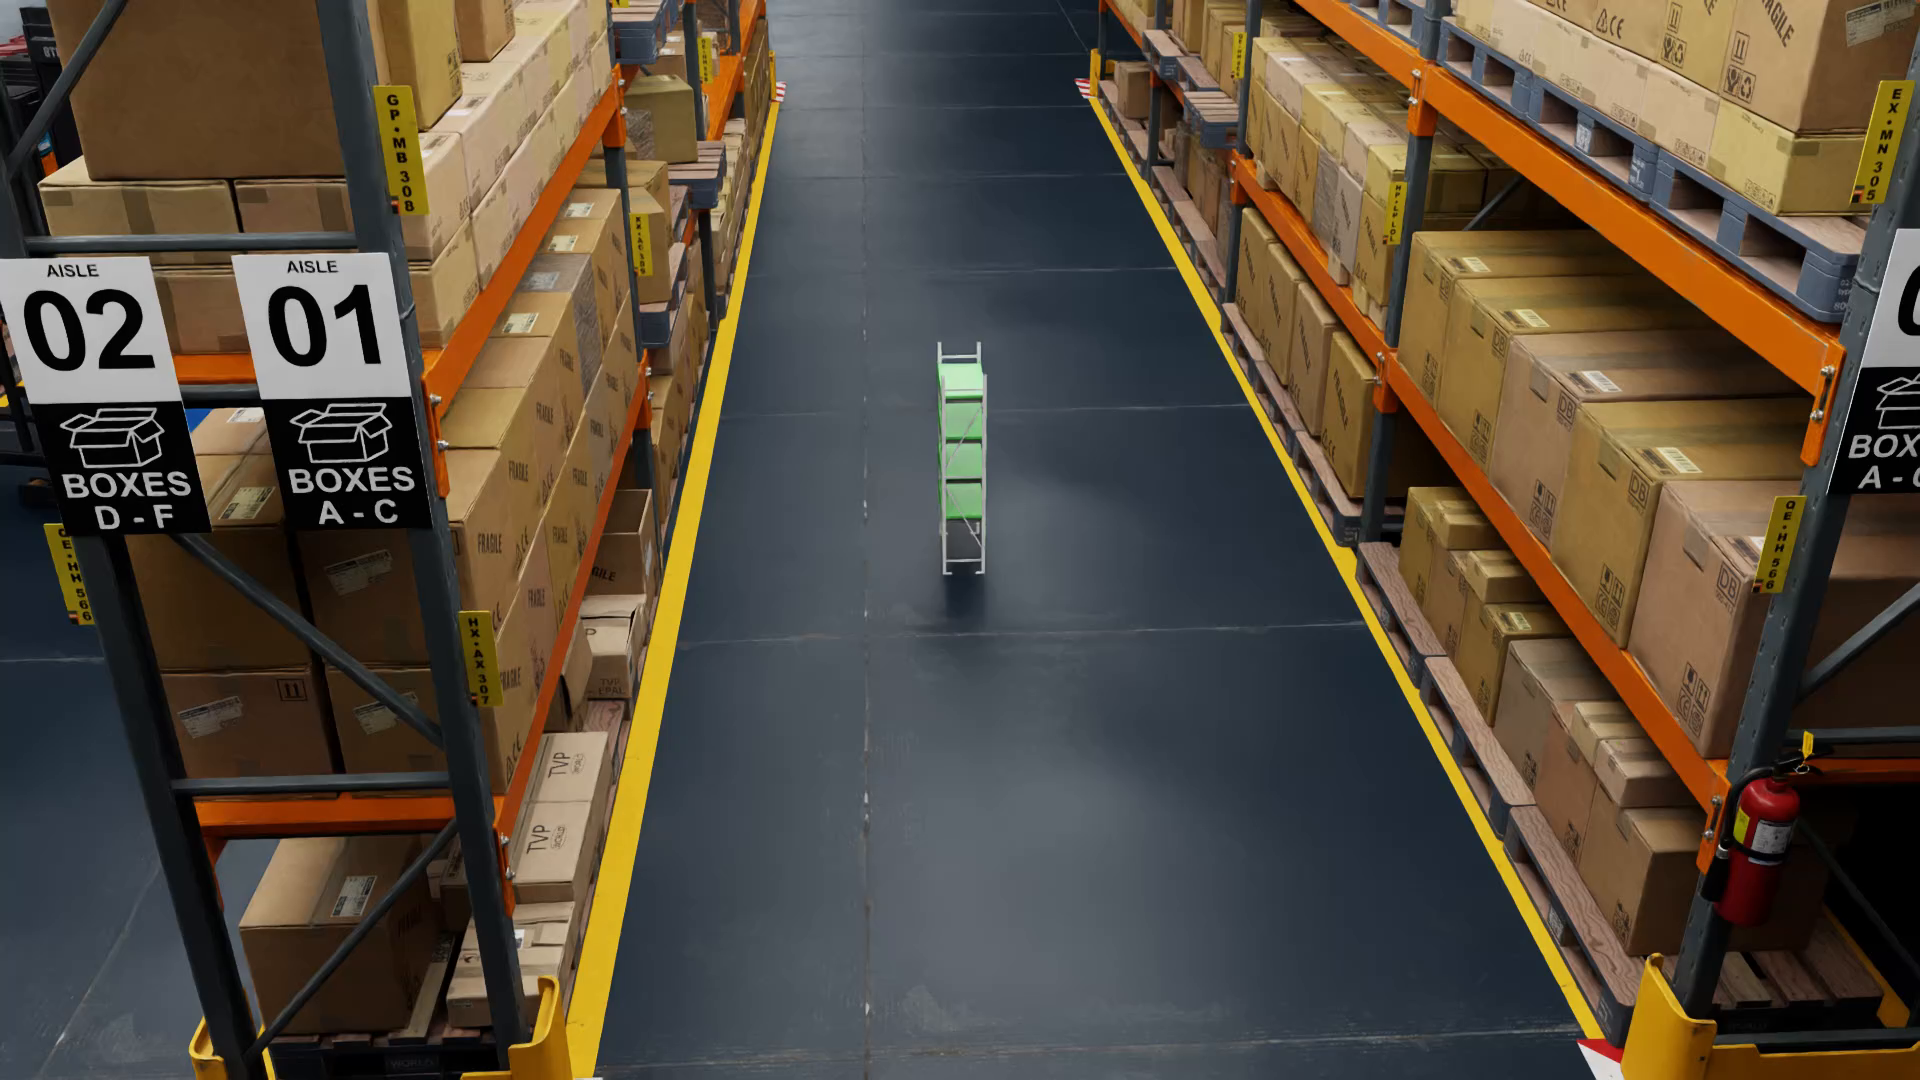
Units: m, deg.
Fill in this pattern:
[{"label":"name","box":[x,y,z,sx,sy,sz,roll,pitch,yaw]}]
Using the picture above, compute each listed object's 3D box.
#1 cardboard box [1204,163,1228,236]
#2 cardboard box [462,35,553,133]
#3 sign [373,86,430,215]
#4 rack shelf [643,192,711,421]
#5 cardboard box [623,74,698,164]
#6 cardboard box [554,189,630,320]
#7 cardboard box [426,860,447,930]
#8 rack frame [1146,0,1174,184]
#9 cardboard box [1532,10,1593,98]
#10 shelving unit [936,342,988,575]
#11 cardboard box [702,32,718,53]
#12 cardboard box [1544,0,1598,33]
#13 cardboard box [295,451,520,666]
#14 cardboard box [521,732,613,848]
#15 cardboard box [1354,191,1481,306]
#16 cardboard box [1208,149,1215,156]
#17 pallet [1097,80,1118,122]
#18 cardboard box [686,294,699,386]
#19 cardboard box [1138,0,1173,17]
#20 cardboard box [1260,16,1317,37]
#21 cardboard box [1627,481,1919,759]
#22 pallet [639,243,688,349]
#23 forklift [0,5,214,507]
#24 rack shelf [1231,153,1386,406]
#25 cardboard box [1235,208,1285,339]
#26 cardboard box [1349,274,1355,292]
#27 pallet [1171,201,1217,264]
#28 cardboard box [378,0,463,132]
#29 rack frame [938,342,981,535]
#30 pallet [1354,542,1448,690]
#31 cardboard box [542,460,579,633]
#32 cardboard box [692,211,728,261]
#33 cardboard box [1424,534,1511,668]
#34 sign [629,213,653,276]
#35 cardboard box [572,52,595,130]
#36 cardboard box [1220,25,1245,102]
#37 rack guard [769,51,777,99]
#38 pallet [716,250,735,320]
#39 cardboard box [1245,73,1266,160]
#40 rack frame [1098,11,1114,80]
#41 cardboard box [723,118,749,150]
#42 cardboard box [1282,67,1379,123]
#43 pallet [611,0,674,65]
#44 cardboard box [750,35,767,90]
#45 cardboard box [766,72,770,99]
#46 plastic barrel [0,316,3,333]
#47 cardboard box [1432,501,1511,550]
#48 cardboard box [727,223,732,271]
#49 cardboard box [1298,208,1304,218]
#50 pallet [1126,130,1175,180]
[{"label":"cardboard box","box":[2.520,-2.954,14.398,0.700,0.500,0.500,-2,28,-3]},{"label":"cardboard box","box":[-1.795,-1.672,6.091,0.500,0.250,0.500,-1,28,-3]},{"label":"sign","box":[-1.413,-0.982,4.200,0.100,0.325,0.005,-1,28,-3]},{"label":"rack shelf","box":[-2.268,-1.703,10.549,1.077,0.370,4.000,-1,28,-3]},{"label":"cardboard box","box":[-2.227,-2.888,11.481,0.700,0.500,0.500,-11,29,-20]},{"label":"cardboard box","box":[-1.879,-1.359,7.922,0.500,0.500,0.500,-1,28,-2]},{"label":"cardboard box","box":[-2.160,1.376,6.457,0.380,0.166,0.250,-1,28,-3]},{"label":"rack frame","box":[2.365,-4.914,15.928,1.000,3.000,0.127,-1,28,-3]},{"label":"cardboard box","box":[2.602,-1.916,6.536,0.500,0.250,0.500,-2,28,-4]},{"label":"shelving unit","box":[0.009,-0.456,9.326,0.258,1.200,0.503,-1,28,-3]},{"label":"cardboard box","box":[-2.512,-4.500,15.296,0.500,0.250,0.500,0,28,1]},{"label":"cardboard box","box":[2.605,-2.245,6.356,0.500,0.500,0.500,-1,28,-2]},{"label":"cardboard box","box":[-1.715,0.050,5.221,0.500,0.500,0.500,-1,28,-1]},{"label":"cardboard box","box":[-1.752,1.053,6.984,0.500,0.250,0.500,-1,28,-3]},{"label":"cardboard box","box":[2.507,-1.612,9.145,0.500,0.500,0.500,-2,28,-3]},{"label":"cardboard box","box":[2.478,-3.550,14.730,0.500,0.250,0.500,-2,28,-4]},{"label":"pallet","box":[2.168,-5.114,19.327,1.003,0.211,1.213,-1,28,-3]},{"label":"cardboard box","box":[-2.063,-1.367,11.355,0.500,0.500,0.500,-2,28,-5]},{"label":"cardboard box","box":[2.032,-5.400,16.189,0.500,0.500,0.500,-1,28,-3]},{"label":"cardboard box","box":[2.495,-3.901,12.700,0.380,0.149,0.250,-6,28,-11]},{"label":"cardboard box","box":[2.955,0.259,5.685,0.980,0.700,0.700,0,28,0]},{"label":"pallet","box":[-2.096,-1.385,9.369,1.003,0.211,1.213,-1,28,-3]},{"label":"forklift","box":[-5.253,-1.719,9.877,3.031,2.935,1.130,5,28,9]},{"label":"rack shelf","box":[2.679,-1.824,10.782,1.077,0.370,4.000,-1,28,-3]},{"label":"cardboard box","box":[2.482,-1.957,12.129,0.750,0.750,0.750,-2,28,-3]},{"label":"cardboard box","box":[2.478,-1.503,9.638,0.380,0.149,0.250,-1,28,-1]},{"label":"pallet","box":[2.474,-2.753,14.801,1.003,0.211,1.213,-1,28,-3]},{"label":"cardboard box","box":[-1.939,-1.538,5.023,0.700,0.500,0.500,-1,28,-3]},{"label":"rack frame","box":[-0.004,-0.568,9.542,0.240,1.200,0.015,-1,28,-3]},{"label":"pallet","box":[2.745,0.370,8.813,1.003,0.211,1.213,-1,28,-3]},{"label":"cardboard box","box":[-1.770,0.023,6.353,0.500,0.500,0.500,-1,28,-3]},{"label":"cardboard box","box":[-2.107,-2.410,13.040,0.500,0.311,0.500,0,28,-1]},{"label":"cardboard box","box":[2.743,0.282,8.214,0.700,0.500,0.500,-2,28,-3]},{"label":"sign","box":[-1.622,-1.499,8.444,0.100,0.325,0.005,-1,28,-3]},{"label":"cardboard box","box":[-1.857,-1.912,7.092,0.500,0.250,0.500,-1,28,-3]},{"label":"cardboard box","box":[2.484,-3.780,13.171,0.700,0.500,0.500,-4,28,-7]},{"label":"rack guard","box":[-2.791,-5.543,19.837,1.175,0.500,0.348,-1,28,-3]},{"label":"pallet","box":[-2.376,-2.090,13.529,1.003,0.211,1.213,-1,28,-3]},{"label":"cardboard box","box":[2.344,-3.021,11.848,0.500,0.500,0.500,-1,28,-1]},{"label":"rack frame","box":[2.157,-6.761,19.470,1.000,3.000,0.127,-1,28,-3]},{"label":"cardboard box","box":[-2.274,-3.828,15.759,0.500,0.311,0.500,-1,28,-3]},{"label":"cardboard box","box":[2.399,-2.890,10.784,0.500,0.250,0.500,-1,28,-2]},{"label":"pallet","box":[-2.128,-2.648,8.542,1.213,0.211,1.003,-1,28,-3]},{"label":"cardboard box","box":[-2.398,-5.238,18.257,0.500,0.500,0.500,-1,28,-3]},{"label":"cardboard box","box":[-2.429,-5.136,18.873,0.500,0.250,0.500,-1,28,-3]},{"label":"plastic barrel","box":[-7.277,-1.826,11.900,0.600,0.830,0.708,-1,28,-3]},{"label":"cardboard box","box":[2.555,-0.075,8.197,0.380,0.149,0.250,0,28,-1]},{"label":"cardboard box","box":[-2.134,-2.394,13.615,0.500,0.250,0.500,-2,28,-4]},{"label":"cardboard box","box":[2.455,-2.213,11.000,0.380,0.149,0.250,-1,28,-2]},{"label":"pallet","box":[2.295,-3.987,17.166,1.003,0.211,1.213,-1,28,-3]}]
